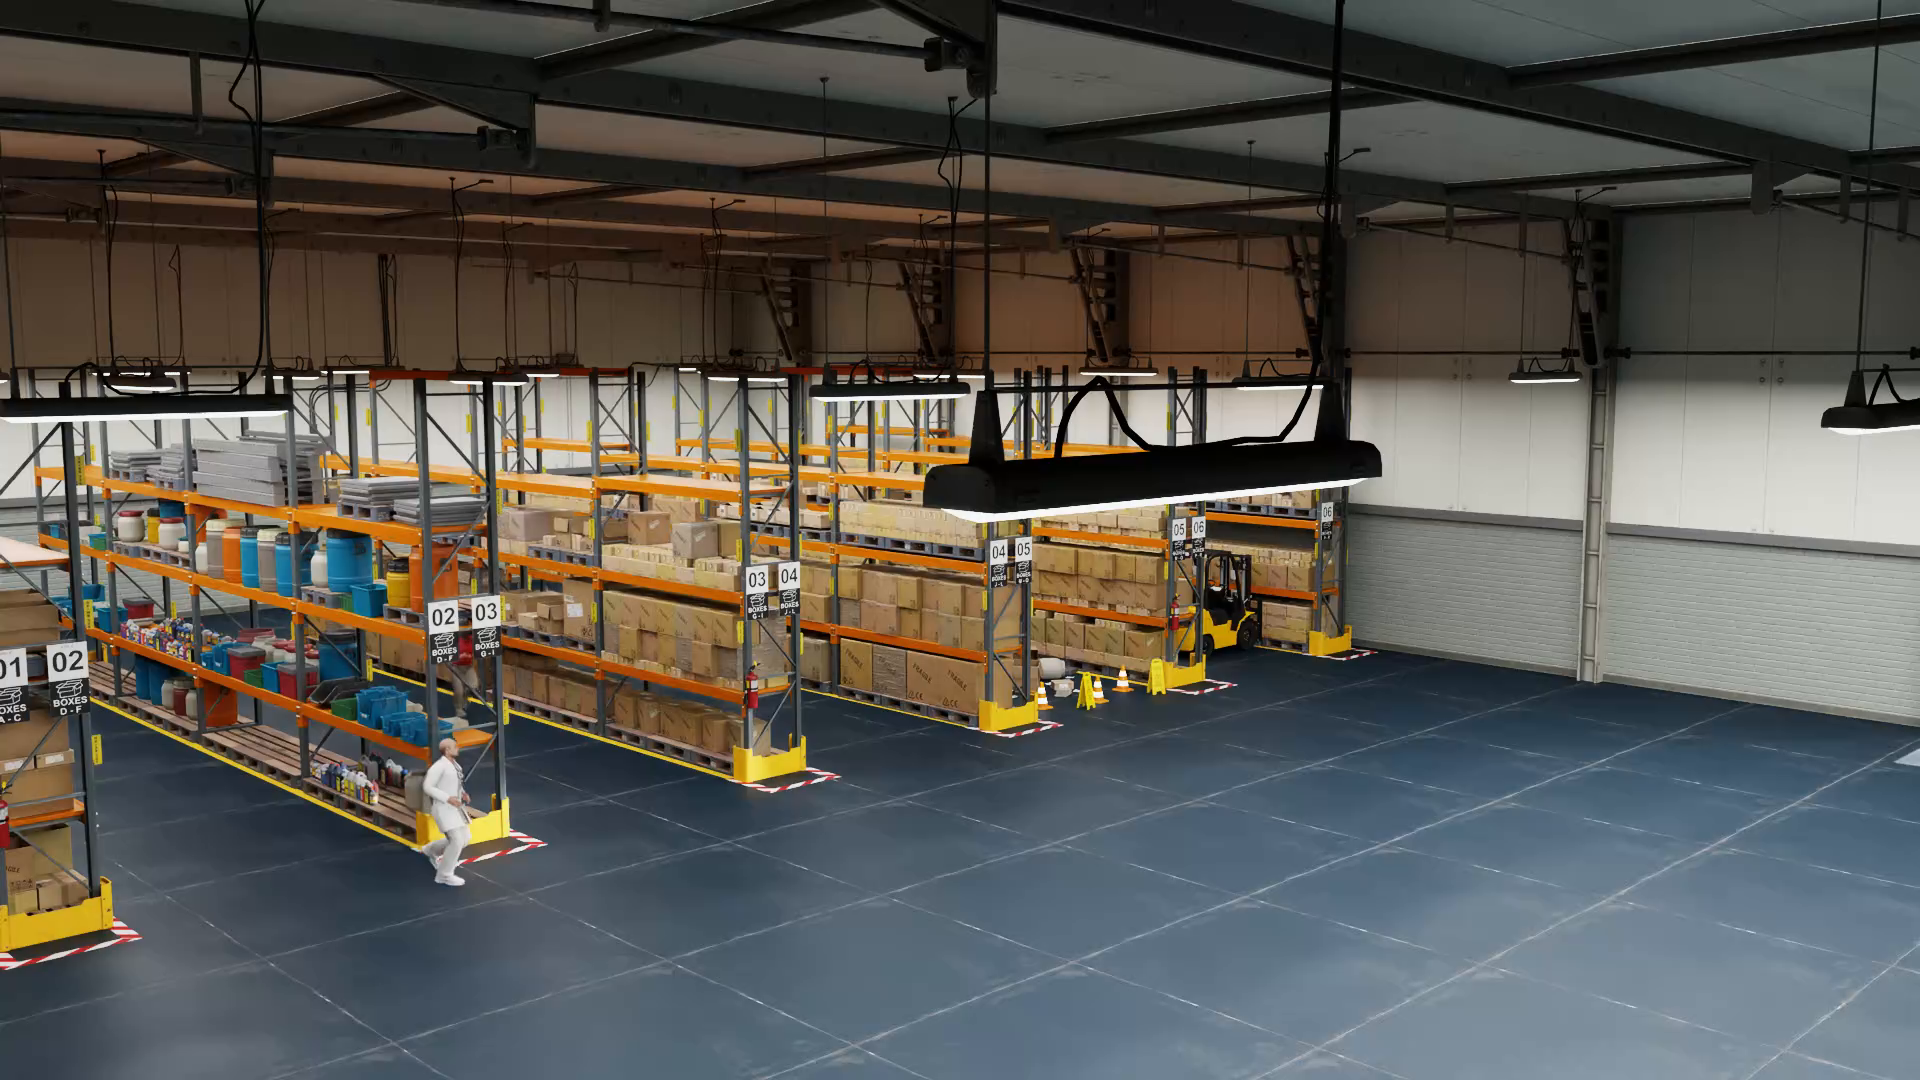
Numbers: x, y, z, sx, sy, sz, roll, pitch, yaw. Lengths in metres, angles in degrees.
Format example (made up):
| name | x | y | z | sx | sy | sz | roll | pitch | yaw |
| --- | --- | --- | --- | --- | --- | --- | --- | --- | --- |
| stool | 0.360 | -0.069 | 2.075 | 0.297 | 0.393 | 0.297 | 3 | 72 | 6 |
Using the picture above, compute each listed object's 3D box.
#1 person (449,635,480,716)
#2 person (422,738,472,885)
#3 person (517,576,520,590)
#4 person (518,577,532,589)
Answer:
| name | x | y | z | sx | sy | sz | roll | pitch | yaw |
| --- | --- | --- | --- | --- | --- | --- | --- | --- | --- |
| person | -8.561 | 2.252 | 28.777 | 0.653 | 1.655 | 0.786 | -5 | 8 | -40 |
| person | -6.206 | 3.243 | 20.048 | 0.640 | 1.704 | 0.722 | 1 | 7 | 8 |
| person | -10.704 | 0.943 | 40.952 | 0.579 | 1.575 | 0.733 | -1 | 7 | -12 |
| person | -10.755 | 0.833 | 41.053 | 0.674 | 1.847 | 0.695 | 5 | 8 | 39 |
